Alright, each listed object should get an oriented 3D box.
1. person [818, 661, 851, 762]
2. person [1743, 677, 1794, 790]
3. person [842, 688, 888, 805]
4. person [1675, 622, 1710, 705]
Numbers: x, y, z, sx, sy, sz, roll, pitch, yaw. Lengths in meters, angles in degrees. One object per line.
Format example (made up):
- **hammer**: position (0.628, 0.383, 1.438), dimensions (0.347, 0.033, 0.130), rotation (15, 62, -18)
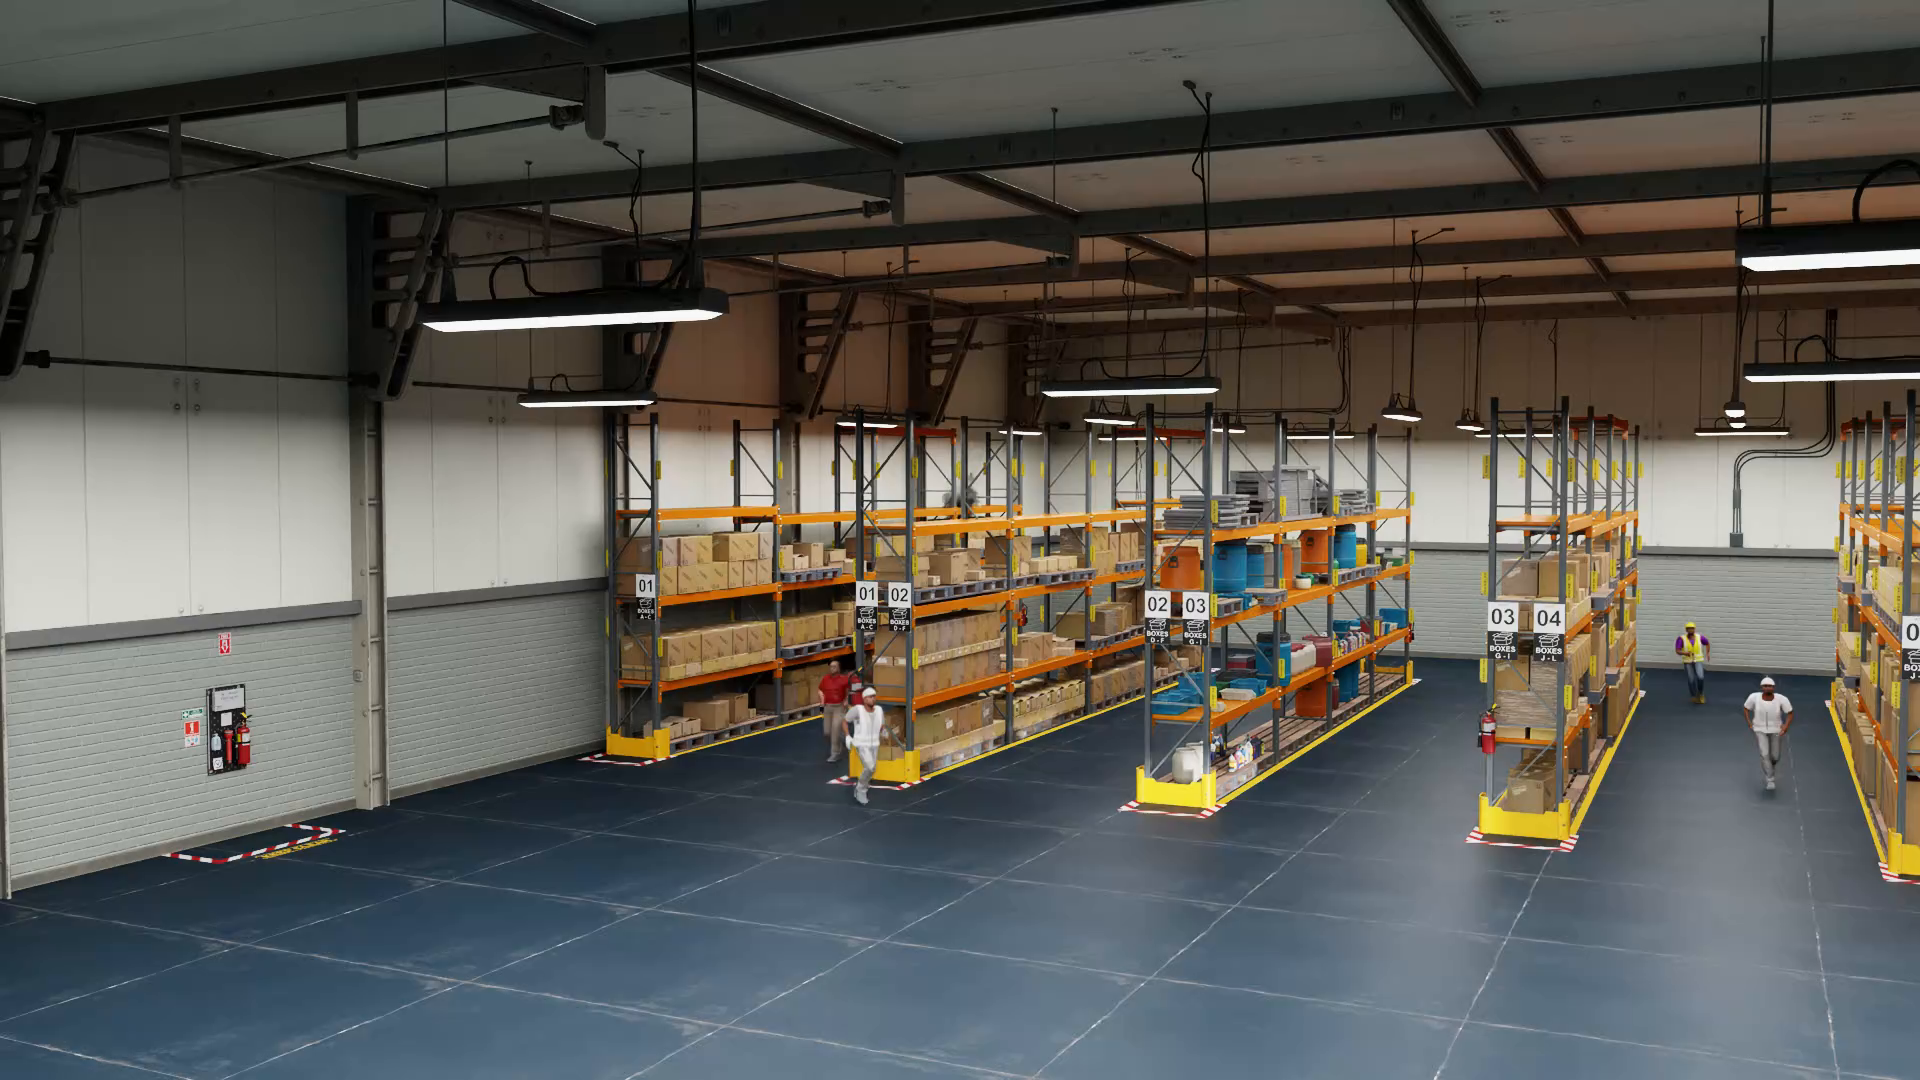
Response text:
- **person**: position (-2.152, 2.939, 28.759), dimensions (0.690, 1.708, 0.757), rotation (1, 3, 21)
- **person**: position (12.810, 3.037, 26.370), dimensions (0.725, 1.739, 0.762), rotation (1, 3, 26)
- **person**: position (-1.379, 3.079, 24.894), dimensions (0.594, 1.746, 0.777), rotation (-2, 3, -39)
- **person**: position (15.714, 2.591, 35.675), dimensions (0.683, 1.659, 0.637), rotation (1, 3, 23)
